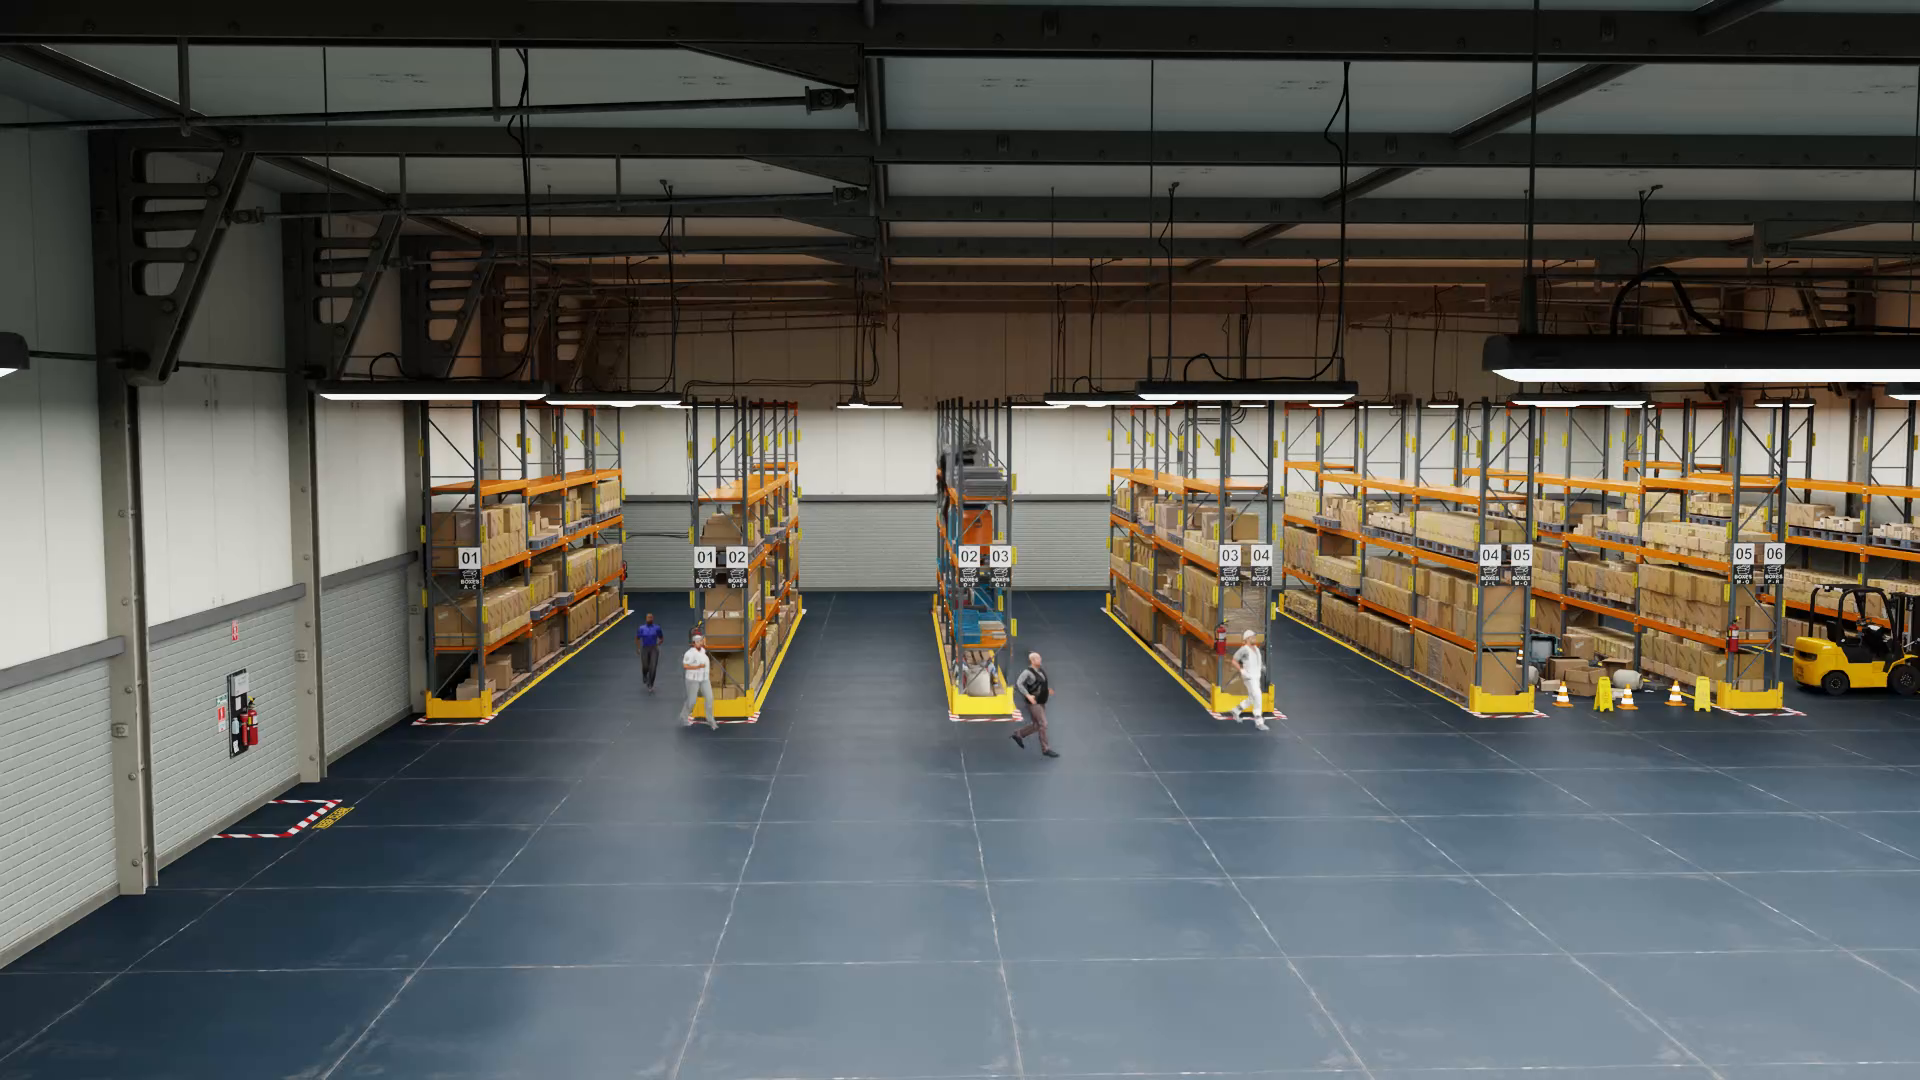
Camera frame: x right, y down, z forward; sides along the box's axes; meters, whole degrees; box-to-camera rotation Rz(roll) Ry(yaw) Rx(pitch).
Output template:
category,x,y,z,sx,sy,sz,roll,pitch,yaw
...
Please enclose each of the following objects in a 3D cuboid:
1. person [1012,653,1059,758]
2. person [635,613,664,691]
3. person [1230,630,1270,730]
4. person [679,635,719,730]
category,x,y,z,sx,sy,sz,roll,pitch,yaw
person,1.254,2.721,27.605,0.889,1.709,0.671,2,5,28
person,-6.359,2.289,34.100,0.574,1.603,0.561,-1,5,-13
person,5.280,2.528,30.121,0.800,1.792,0.695,3,6,37
person,-4.746,2.563,30.018,0.792,1.704,0.605,4,6,41
